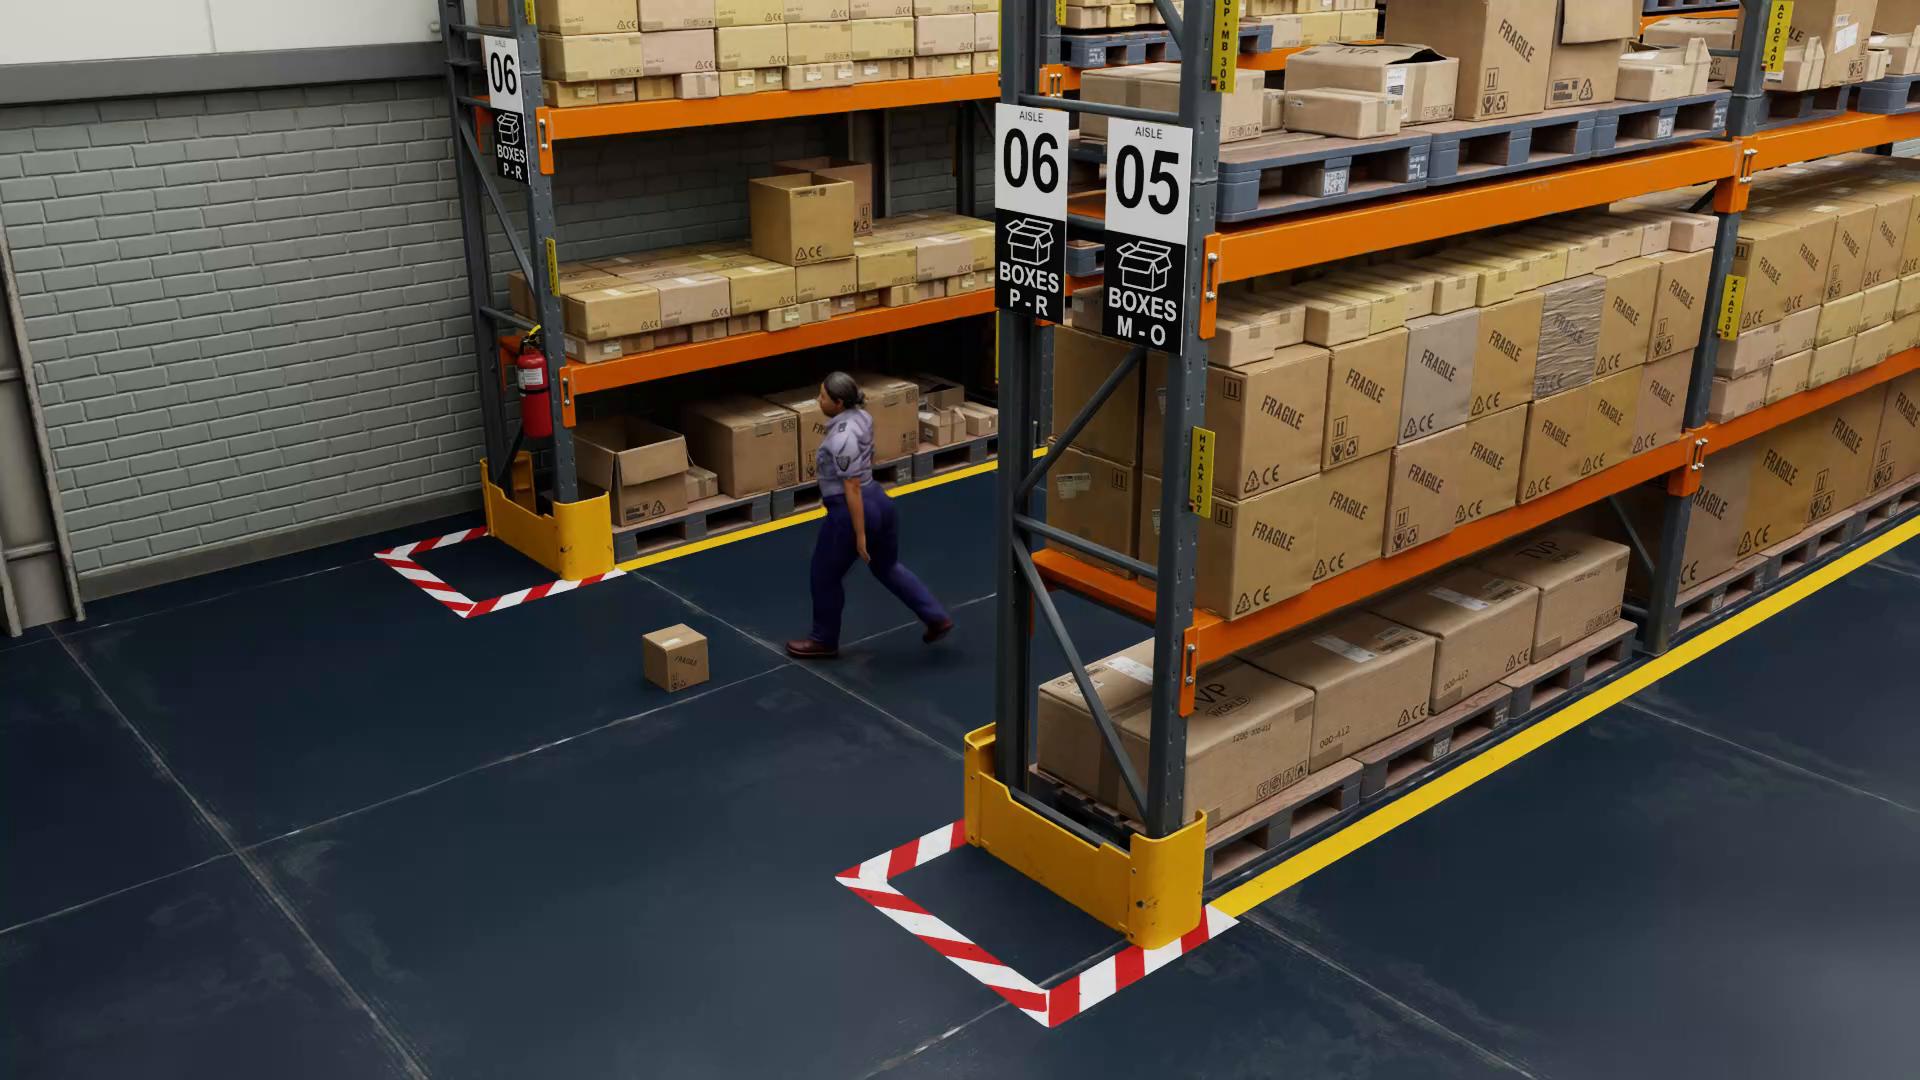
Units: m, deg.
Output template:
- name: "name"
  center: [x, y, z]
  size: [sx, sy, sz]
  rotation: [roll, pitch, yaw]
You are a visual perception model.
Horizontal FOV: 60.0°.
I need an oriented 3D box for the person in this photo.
- name: "person"
  center: [-0.500, -0.119, 8.913]
  size: [0.921, 1.606, 0.536]
  rotation: [7, 22, 17]
